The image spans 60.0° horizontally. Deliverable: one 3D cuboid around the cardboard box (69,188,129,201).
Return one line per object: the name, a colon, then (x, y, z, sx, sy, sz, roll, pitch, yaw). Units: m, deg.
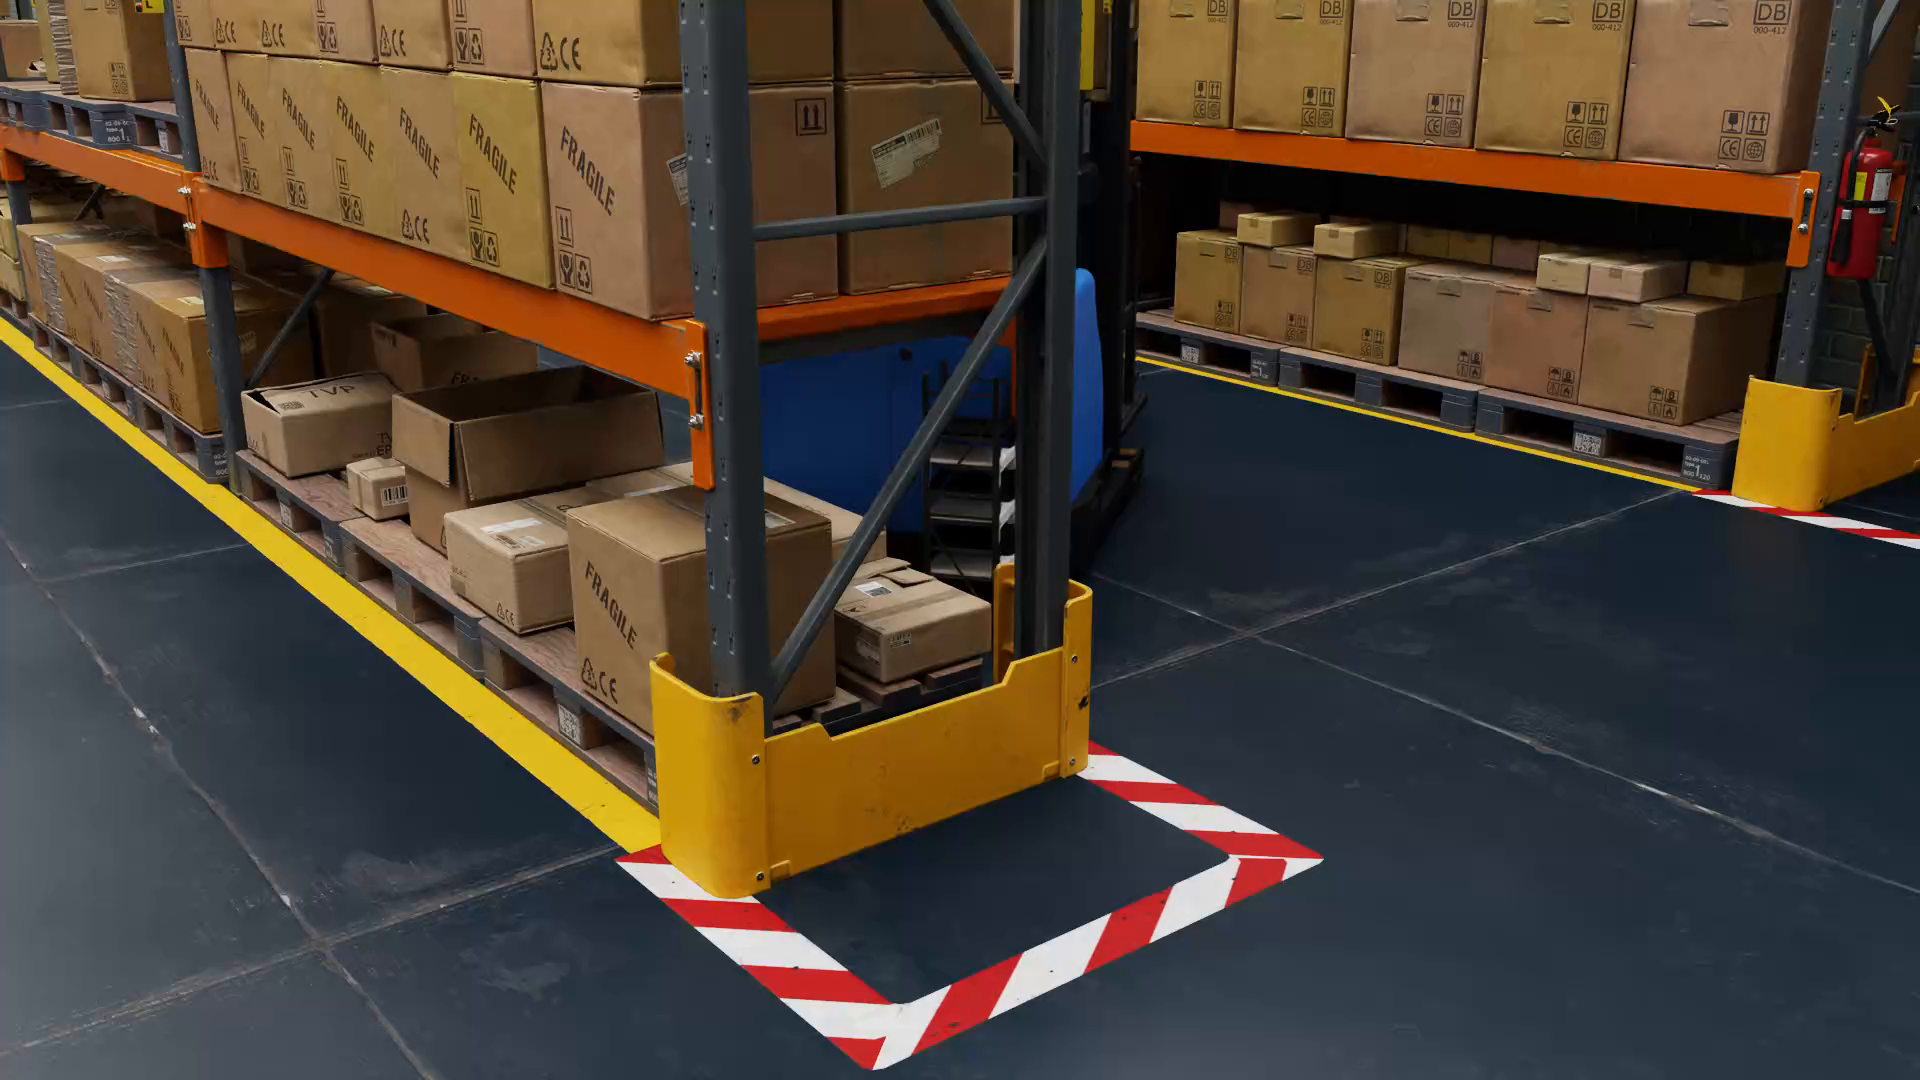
cardboard box: (-5.539, -2.167, 10.949, 0.500, 0.311, 0.500, -15, 23, -37)

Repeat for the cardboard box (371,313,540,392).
cardboard box: (-2.051, -0.644, 6.813, 0.500, 0.500, 0.500, -14, 23, -36)

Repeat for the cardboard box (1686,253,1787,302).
cardboard box: (3.459, -1.171, 7.403, 0.380, 0.149, 0.250, -14, 23, -36)

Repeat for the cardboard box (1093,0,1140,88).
cardboard box: (0.769, -2.937, 9.798, 0.500, 0.500, 0.500, -14, 23, -37)

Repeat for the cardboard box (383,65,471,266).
cardboard box: (-1.265, -1.077, 4.685, 0.500, 0.500, 0.500, -14, 23, -36)

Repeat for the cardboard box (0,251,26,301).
cardboard box: (-5.629, -1.669, 10.336, 0.500, 0.250, 0.500, -13, 23, -35)

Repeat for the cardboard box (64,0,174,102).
cardboard box: (-3.773, -2.377, 7.942, 0.500, 0.500, 0.700, 13, 23, 35)

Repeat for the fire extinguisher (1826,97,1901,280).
fire extinguisher: (3.469, -1.348, 6.378, 0.296, 0.674, 0.183, -14, 23, -36)

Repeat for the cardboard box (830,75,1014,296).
cardboard box: (-0.213, -0.930, 4.239, 0.500, 0.500, 0.500, -13, 23, -35)

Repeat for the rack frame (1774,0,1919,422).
rack frame: (3.737, -1.689, 6.692, 1.000, 3.000, 0.127, -14, 23, -36)

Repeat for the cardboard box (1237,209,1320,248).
cardboard box: (1.707, -1.671, 8.914, 0.380, 0.149, 0.250, -13, 22, -34)

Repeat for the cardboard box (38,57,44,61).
cardboard box: (-5.514, -2.909, 10.516, 0.500, 0.311, 0.500, -14, 23, -37)

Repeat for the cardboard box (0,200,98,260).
cardboard box: (-5.629, -1.934, 10.245, 0.500, 0.311, 0.500, -13, 22, -35)

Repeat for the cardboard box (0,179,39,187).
cardboard box: (-6.578, -2.310, 11.379, 0.500, 0.311, 0.500, -13, 22, -35)

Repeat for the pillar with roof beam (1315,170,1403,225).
pillar with roof beam: (-1.008, -4.679, 6.177, 9.100, 9.000, 0.400, -14, 23, -36)

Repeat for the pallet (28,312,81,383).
pallet: (-4.677, -1.177, 9.583, 1.003, 0.211, 1.213, -14, 23, -36)

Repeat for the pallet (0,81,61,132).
pallet: (-4.635, -2.448, 9.289, 1.213, 0.211, 1.003, -14, 23, -36)

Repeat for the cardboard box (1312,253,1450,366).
cardboard box: (2.264, -1.232, 8.619, 0.700, 0.500, 0.500, -13, 23, -35)

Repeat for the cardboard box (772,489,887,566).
cardboard box: (-0.569, 0.063, 5.076, 0.500, 0.250, 0.500, -14, 23, -36)

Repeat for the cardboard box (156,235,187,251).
cardboard box: (-4.025, -1.403, 9.103, 0.500, 0.500, 0.500, -15, 24, -38)

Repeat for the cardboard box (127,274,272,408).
cardboard box: (-3.459, -0.918, 7.641, 0.500, 0.500, 0.500, -14, 23, -36)

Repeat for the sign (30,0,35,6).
sign: (-7.175, -4.299, 12.856, 0.100, 0.325, 0.005, -14, 23, -36)

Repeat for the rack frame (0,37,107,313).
rack frame: (-5.111, -2.693, 9.722, 1.000, 3.000, 0.127, -14, 23, -36)

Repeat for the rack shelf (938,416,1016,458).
rack shelf: (0.029, -0.324, 5.157, 0.258, 0.077, 0.200, 5, 19, 14)

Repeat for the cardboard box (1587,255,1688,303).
cardboard box: (3.002, -1.159, 7.367, 0.380, 0.149, 0.250, -14, 23, -37)

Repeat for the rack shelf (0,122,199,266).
rack shelf: (-3.869, -1.858, 8.347, 1.077, 0.370, 4.000, -14, 23, -36)

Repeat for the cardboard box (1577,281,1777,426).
cardboard box: (3.224, -0.855, 7.480, 0.700, 0.500, 0.500, -14, 23, -36)

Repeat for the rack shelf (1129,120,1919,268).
rack shelf: (2.495, -1.840, 8.293, 1.077, 0.370, 4.000, -14, 23, -36)

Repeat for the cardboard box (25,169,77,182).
cardboard box: (-6.482, -2.544, 12.088, 0.500, 0.311, 0.500, -14, 23, -36)

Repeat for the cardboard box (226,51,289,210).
cardboard box: (-2.204, -1.450, 5.811, 0.500, 0.500, 0.500, -13, 23, -35)

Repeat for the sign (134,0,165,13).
sign: (-3.060, -2.147, 6.234, 0.100, 0.325, 0.005, -14, 23, -36)

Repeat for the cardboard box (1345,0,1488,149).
cardboard box: (2.486, -2.322, 8.126, 0.980, 0.700, 0.700, -15, 24, -39)

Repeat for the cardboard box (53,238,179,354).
cardboard box: (-4.415, -1.294, 8.776, 0.500, 0.500, 0.500, -14, 23, -37)

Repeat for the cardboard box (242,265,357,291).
cardboard box: (-3.077, -1.025, 7.963, 0.500, 0.500, 0.500, -14, 23, -35)

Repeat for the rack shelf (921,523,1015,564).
rack shelf: (0.029, 0.018, 5.270, 0.258, 0.077, 0.200, 5, 19, 14)

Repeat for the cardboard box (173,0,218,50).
cardboard box: (-2.555, -2.058, 6.056, 0.500, 0.500, 0.500, -13, 22, -35)

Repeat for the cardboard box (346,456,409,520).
cardboard box: (-1.991, -0.214, 6.044, 0.380, 0.166, 0.250, -14, 23, -36)

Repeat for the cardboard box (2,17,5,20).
cardboard box: (-7.875, -3.834, 13.010, 0.700, 0.500, 0.500, -15, 23, -38)

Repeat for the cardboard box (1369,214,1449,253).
cardboard box: (2.352, -1.609, 8.726, 0.380, 0.149, 0.250, -14, 23, -36)

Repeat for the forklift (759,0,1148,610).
forklift: (0.159, -1.581, 6.473, 1.130, 2.935, 3.031, 5, 19, 14)

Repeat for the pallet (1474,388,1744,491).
pallet: (3.179, -0.547, 7.679, 1.003, 0.211, 1.213, -14, 23, -36)

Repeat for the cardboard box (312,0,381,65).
cardboard box: (-1.594, -1.677, 4.906, 0.500, 0.500, 0.500, -13, 22, -34)

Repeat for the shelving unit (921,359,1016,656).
shelving unit: (0.029, -0.100, 5.232, 0.258, 0.900, 0.210, 5, 19, 14)

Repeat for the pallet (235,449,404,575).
pallet: (-2.202, -0.214, 6.672, 1.003, 0.211, 1.213, -14, 23, -36)

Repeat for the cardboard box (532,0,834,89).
cardboard box: (-0.636, -1.299, 3.765, 0.500, 0.500, 0.500, -14, 23, -37)

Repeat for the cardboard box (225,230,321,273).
cardboard box: (-3.357, -1.498, 8.199, 0.500, 0.250, 0.500, -14, 23, -36)

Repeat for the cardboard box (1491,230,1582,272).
cardboard box: (2.830, -1.420, 8.155, 0.380, 0.149, 0.250, -14, 23, -35)
